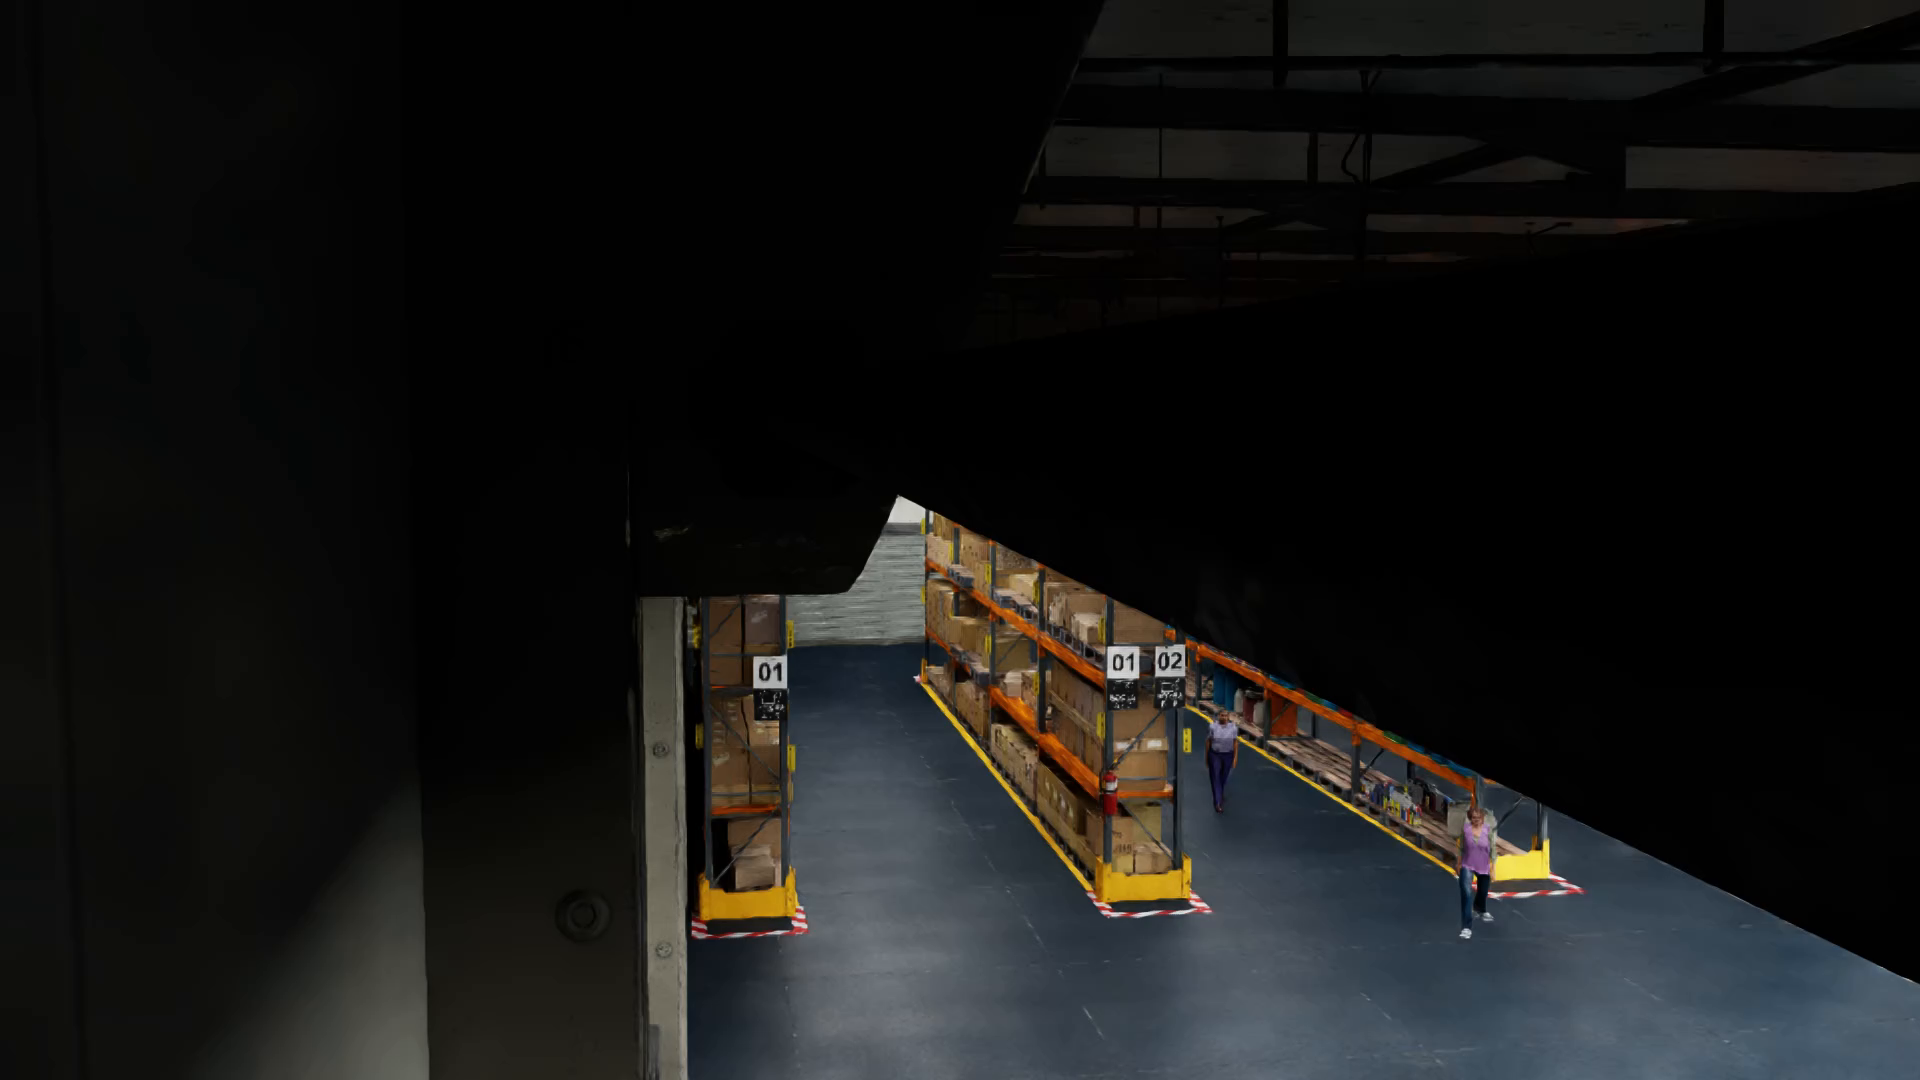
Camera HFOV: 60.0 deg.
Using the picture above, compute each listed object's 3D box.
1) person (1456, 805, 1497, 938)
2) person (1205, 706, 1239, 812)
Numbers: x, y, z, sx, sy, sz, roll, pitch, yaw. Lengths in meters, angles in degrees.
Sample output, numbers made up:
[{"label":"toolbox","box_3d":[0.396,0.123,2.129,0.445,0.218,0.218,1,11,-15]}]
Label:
[{"label":"person","box_3d":[6.074,3.837,19.556,0.461,1.531,0.868,1,5,13]},{"label":"person","box_3d":[4.011,3.301,25.384,0.481,1.565,1.085,-1,5,-6]}]
